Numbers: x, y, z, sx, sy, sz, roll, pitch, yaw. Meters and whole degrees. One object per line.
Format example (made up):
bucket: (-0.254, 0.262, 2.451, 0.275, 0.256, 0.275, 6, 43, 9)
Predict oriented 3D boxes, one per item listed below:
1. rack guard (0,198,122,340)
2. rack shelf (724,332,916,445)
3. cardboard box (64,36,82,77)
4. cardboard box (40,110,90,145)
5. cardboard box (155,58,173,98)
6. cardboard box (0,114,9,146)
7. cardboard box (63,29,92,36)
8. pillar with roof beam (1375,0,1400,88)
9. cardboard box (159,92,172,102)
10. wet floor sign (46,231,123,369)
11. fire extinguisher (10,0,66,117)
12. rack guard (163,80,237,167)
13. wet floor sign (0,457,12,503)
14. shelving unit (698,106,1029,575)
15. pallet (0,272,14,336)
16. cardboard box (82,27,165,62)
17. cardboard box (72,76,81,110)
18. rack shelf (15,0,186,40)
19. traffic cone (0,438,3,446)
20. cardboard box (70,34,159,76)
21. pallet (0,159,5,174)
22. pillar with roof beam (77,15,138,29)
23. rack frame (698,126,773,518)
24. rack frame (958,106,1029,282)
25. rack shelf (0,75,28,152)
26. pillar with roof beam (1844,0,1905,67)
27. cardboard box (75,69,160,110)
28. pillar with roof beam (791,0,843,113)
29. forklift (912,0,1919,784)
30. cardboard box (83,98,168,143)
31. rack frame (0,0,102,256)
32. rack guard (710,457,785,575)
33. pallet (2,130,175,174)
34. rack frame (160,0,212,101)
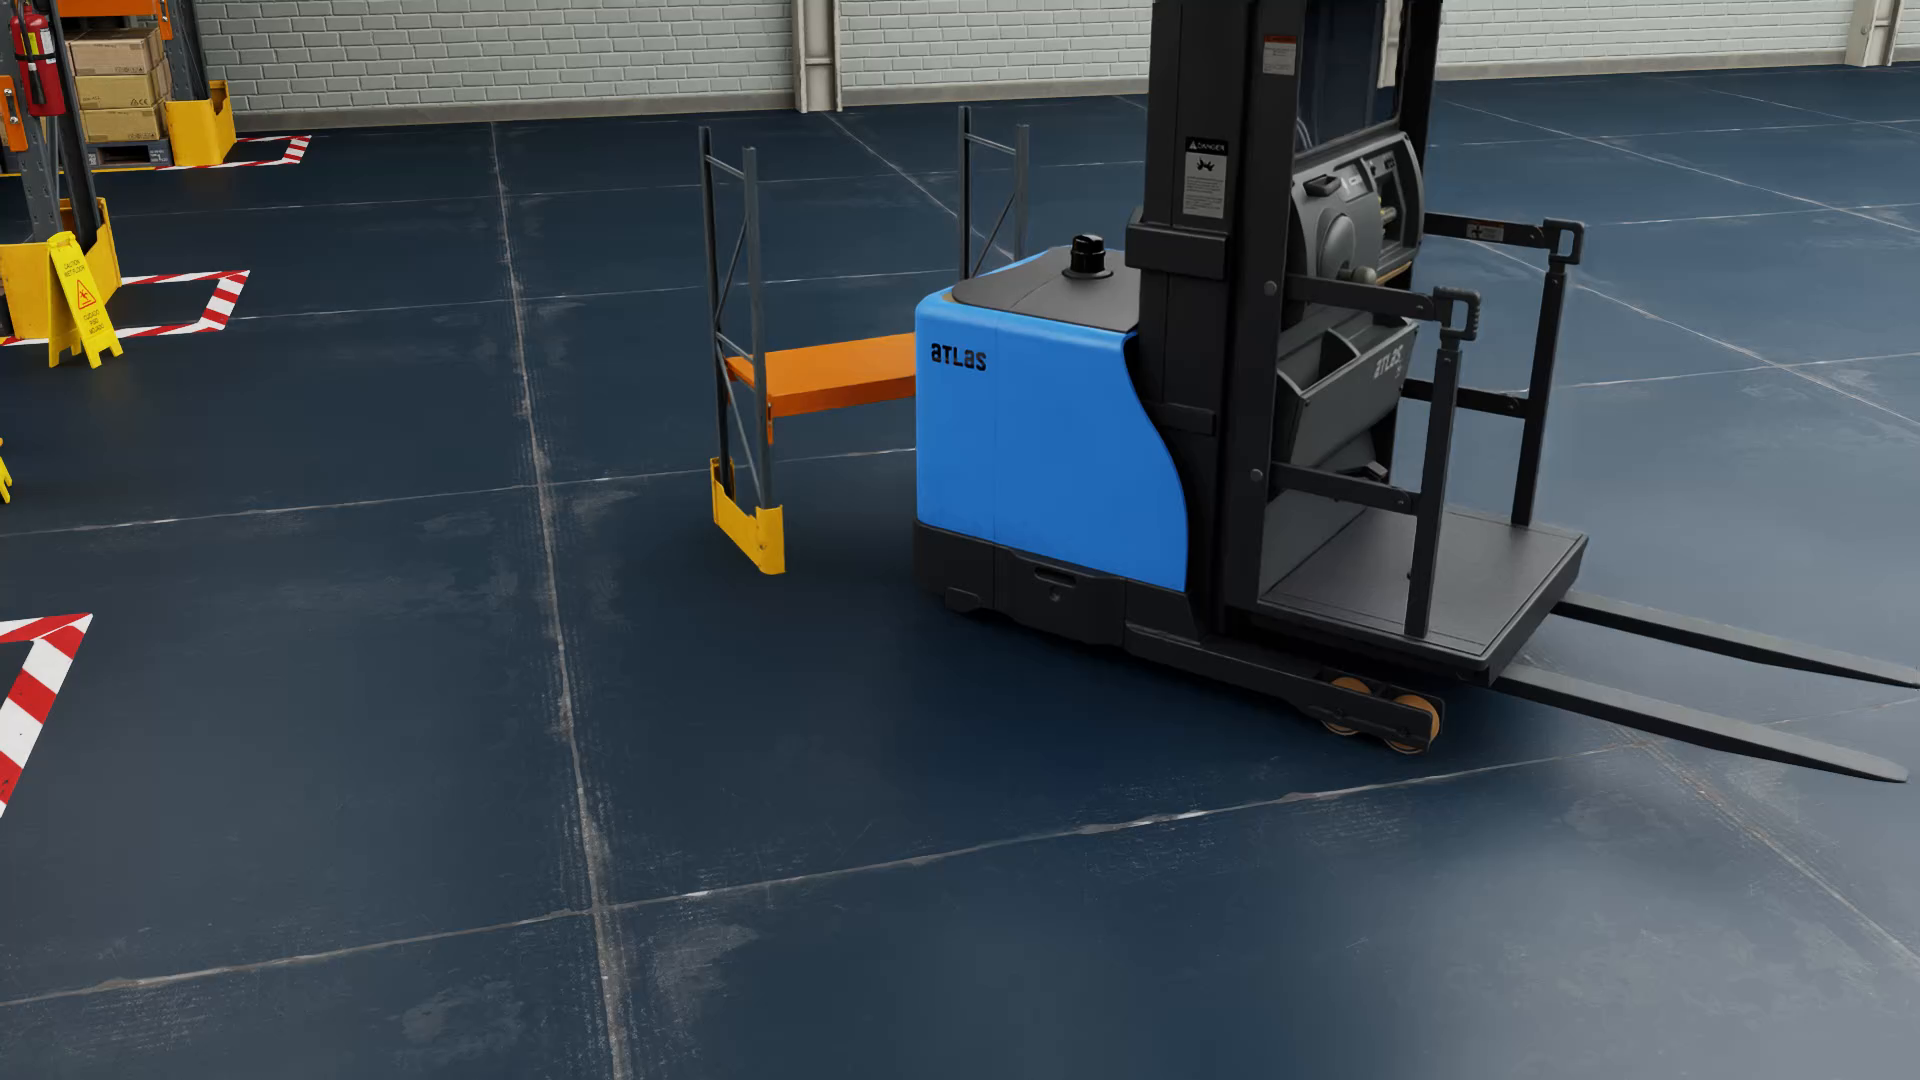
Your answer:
rack guard: (-4.931, -1.509, 9.134, 0.348, 0.500, 1.175, -6, 24, -14)
rack shelf: (-0.337, -0.596, 6.194, 1.000, 0.185, 0.538, -11, 26, -24)
cardboard box: (-7.052, -3.715, 12.791, 0.500, 0.250, 0.500, -6, 24, -13)
cardboard box: (-7.051, -3.260, 12.999, 0.500, 0.250, 0.500, -6, 24, -14)
cardboard box: (-6.711, -3.738, 13.479, 0.500, 0.250, 0.500, -6, 24, -13)
cardboard box: (-7.535, -3.211, 12.883, 0.500, 0.250, 0.500, -6, 24, -14)
cardboard box: (-7.197, -3.905, 13.234, 0.500, 0.250, 0.500, -6, 24, -14)
pillar with roof beam: (5.600, -7.219, 11.662, 0.400, 9.000, 9.100, -6, 24, -14)
cardboard box: (-6.728, -3.502, 13.561, 0.500, 0.250, 0.500, -6, 24, -14)
wet floor sign: (-4.386, -1.198, 8.224, 0.232, 0.644, 0.267, 2, 23, 4)
fire extinguisher: (-4.623, -2.468, 8.296, 0.183, 0.674, 0.296, -6, 24, -14)
rack guard: (-6.179, -3.404, 13.550, 0.348, 0.500, 1.175, -6, 24, -14)
wet floor sign: (-3.931, -0.471, 6.528, 0.232, 0.644, 0.267, -11, 25, -23)
shelving unit: (-0.345, -0.760, 6.119, 1.083, 1.500, 0.587, -11, 26, -24)
pallet: (-5.723, -1.304, 9.020, 1.213, 0.211, 1.003, -6, 24, -14)
cardboard box: (-6.716, -3.960, 13.361, 0.500, 0.250, 0.500, -7, 24, -15)
cardboard box: (-7.073, -3.490, 12.899, 0.500, 0.250, 0.500, -7, 24, -15)
rack shelf: (-8.128, -4.007, 12.696, 4.000, 0.370, 1.077, -6, 24, -14)
traffic cone: (-4.297, -0.580, 7.014, 0.334, 0.463, 0.336, -6, 24, -14)
cardboard box: (-6.562, -3.772, 12.923, 0.500, 0.250, 0.500, -5, 24, -13)
pallet: (-8.100, -3.043, 13.074, 1.213, 0.211, 1.003, -6, 24, -14)
pillar with roof beam: (-5.954, -5.941, 8.683, 0.400, 9.000, 9.100, -6, 24, -14)
rack frame: (-0.791, -0.672, 5.914, 0.032, 1.500, 0.500, -11, 26, -24)
rack frame: (0.118, -0.851, 6.332, 0.032, 1.500, 0.500, -11, 26, -24)
rack shelf: (-6.784, -2.123, 8.305, 4.000, 0.370, 1.077, -6, 24, -14)
pillar with roof beam: (11.377, -7.858, 13.152, 0.400, 9.000, 9.100, -6, 24, -14)
cardboard box: (-6.587, -3.539, 13.014, 0.500, 0.250, 0.500, -7, 24, -15)
pillar with roof beam: (-0.177, -6.580, 10.173, 0.400, 9.000, 9.100, -6, 24, -14)
forklift: (1.346, -0.967, 4.786, 3.031, 2.935, 1.130, 15, 27, 31)
cardboard box: (-6.570, -3.310, 13.114, 0.500, 0.250, 0.500, -6, 24, -14)
rack frame: (-4.858, -2.666, 8.660, 0.127, 3.000, 1.000, -6, 24, -14)
rack guard: (-0.790, -0.098, 6.161, 0.087, 0.250, 0.587, -11, 26, -24)
pallet: (-6.928, -3.172, 13.374, 1.213, 0.211, 1.003, -6, 24, -14)
rack frame: (-6.203, -4.550, 13.051, 0.127, 3.000, 1.000, -6, 24, -14)
